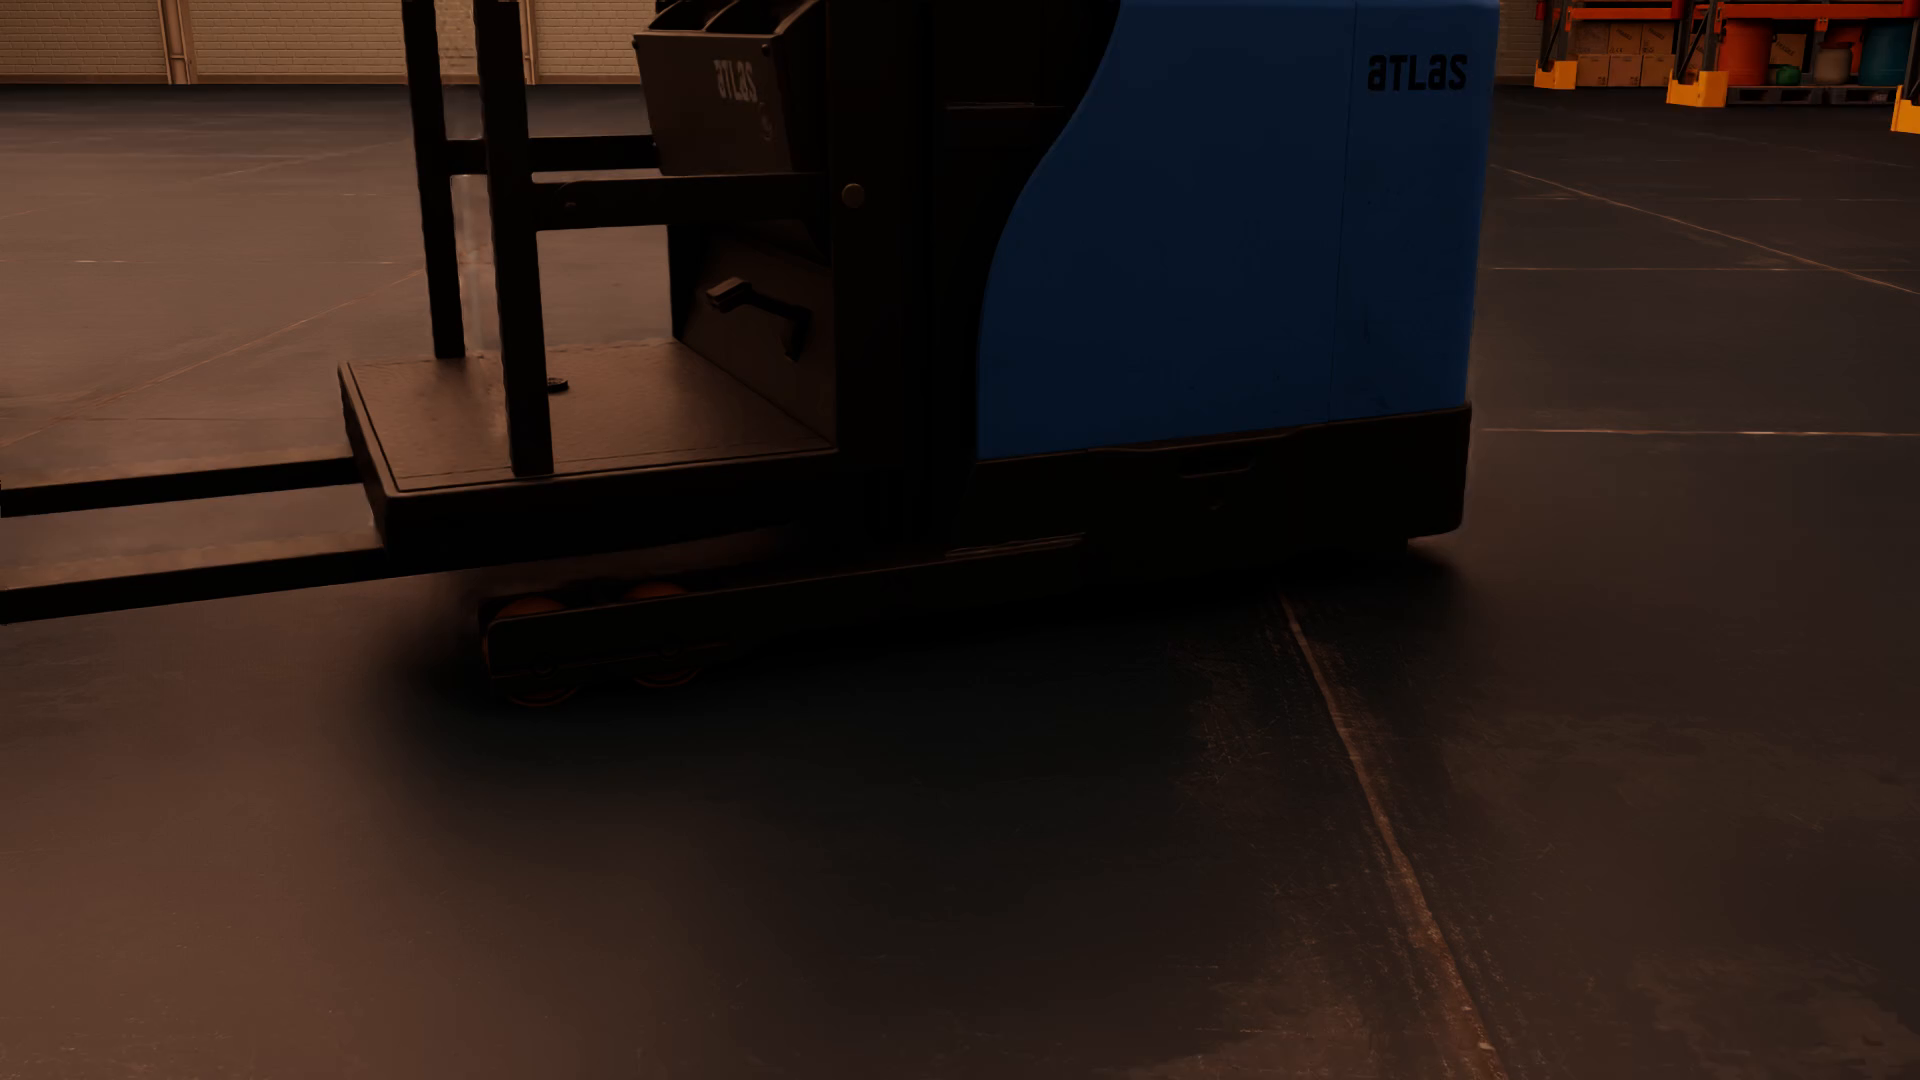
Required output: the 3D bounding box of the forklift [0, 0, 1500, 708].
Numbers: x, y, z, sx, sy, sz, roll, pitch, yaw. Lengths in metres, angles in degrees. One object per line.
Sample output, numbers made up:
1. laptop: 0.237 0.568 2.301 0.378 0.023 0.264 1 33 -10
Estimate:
1. forklift: -0.588 -1.321 2.682 3.031 2.935 1.130 -7 19 -22
